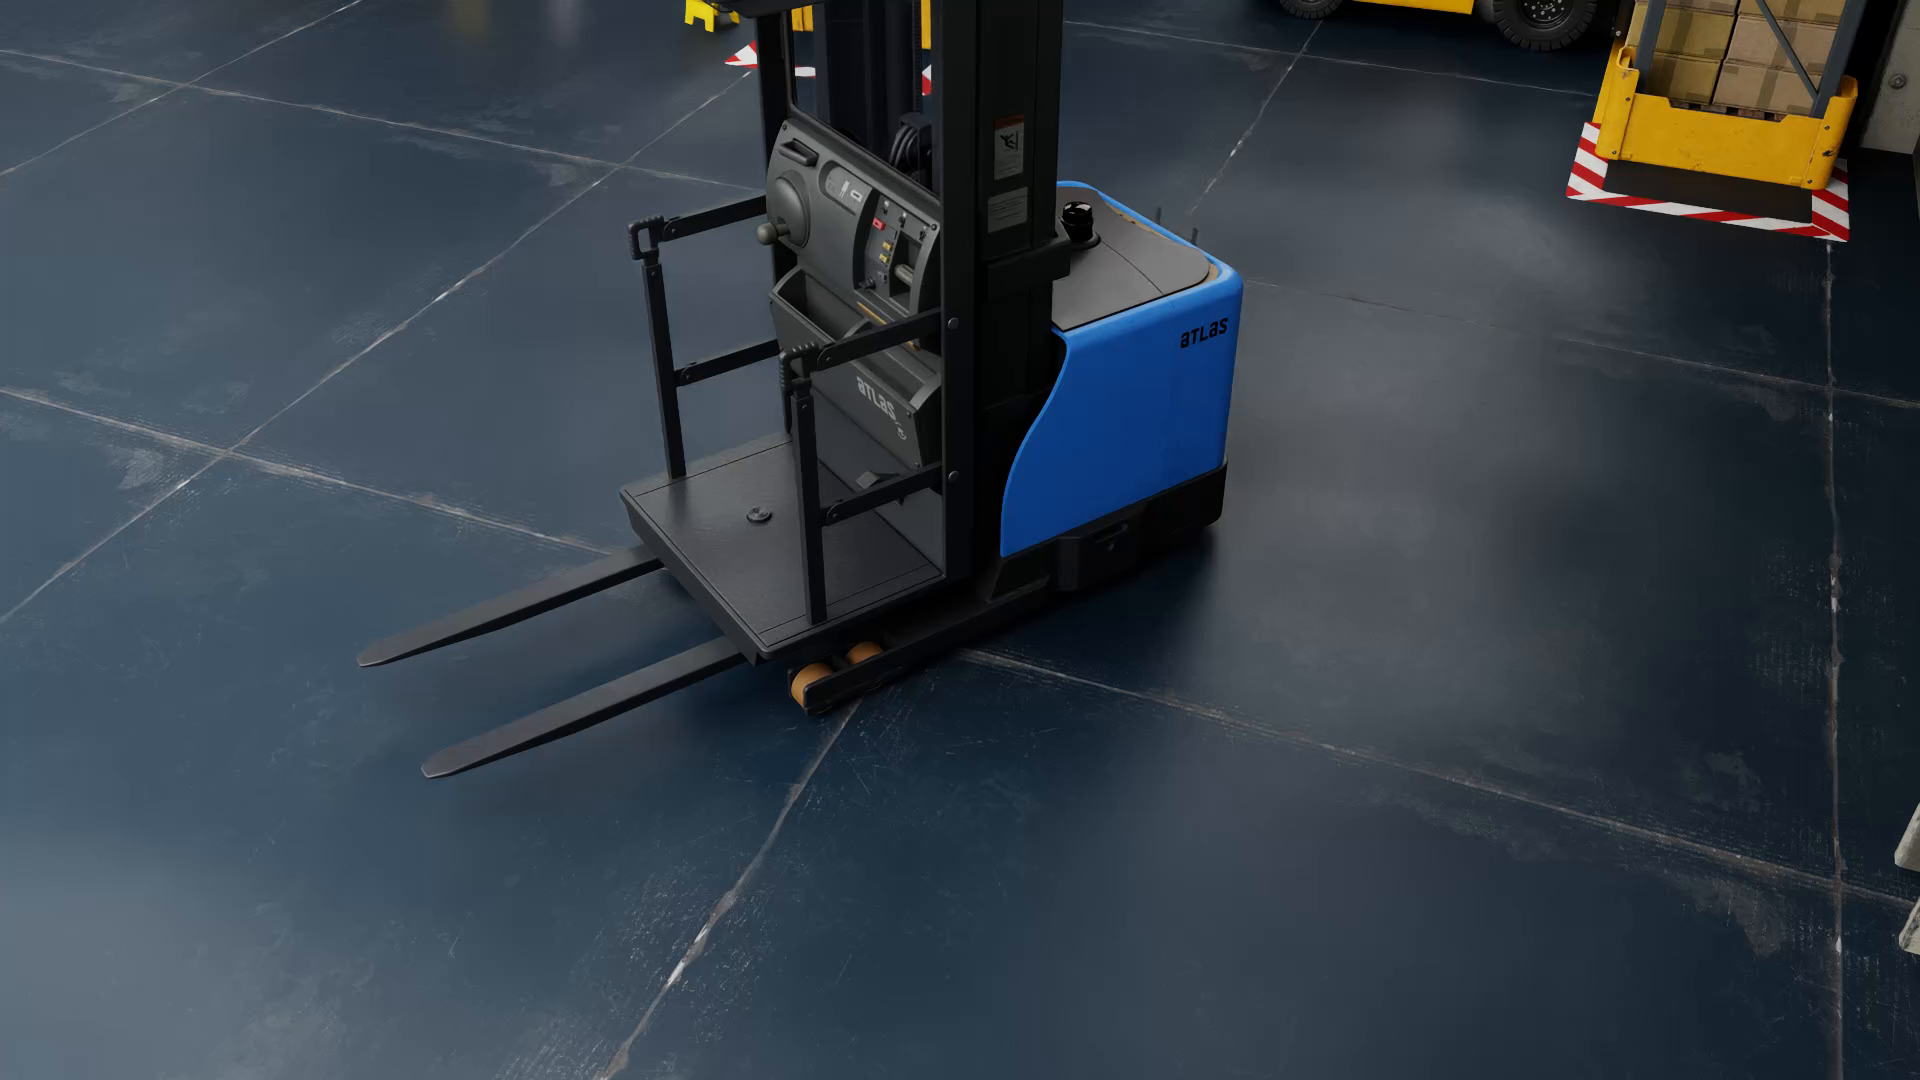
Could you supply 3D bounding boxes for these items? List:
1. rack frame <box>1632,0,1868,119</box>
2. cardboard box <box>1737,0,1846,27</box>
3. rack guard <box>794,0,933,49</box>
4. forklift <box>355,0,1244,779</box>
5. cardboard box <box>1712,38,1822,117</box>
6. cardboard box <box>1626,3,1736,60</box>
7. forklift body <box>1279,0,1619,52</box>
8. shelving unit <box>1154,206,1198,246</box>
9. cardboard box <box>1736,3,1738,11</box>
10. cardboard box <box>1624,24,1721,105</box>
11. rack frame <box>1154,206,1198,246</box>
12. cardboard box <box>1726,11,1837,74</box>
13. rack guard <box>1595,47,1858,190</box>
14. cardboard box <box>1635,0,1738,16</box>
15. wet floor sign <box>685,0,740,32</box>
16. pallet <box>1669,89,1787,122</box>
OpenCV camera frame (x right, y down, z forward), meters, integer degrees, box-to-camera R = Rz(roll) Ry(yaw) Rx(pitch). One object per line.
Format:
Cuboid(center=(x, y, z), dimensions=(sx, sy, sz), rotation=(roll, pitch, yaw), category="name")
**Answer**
Cuboid(center=(4.061, -3.262, 8.108), dimensions=(1.000, 3.000, 0.127), rotation=(14, 39, 18), category="rack frame")
Cuboid(center=(4.419, -2.952, 8.805), dimensions=(0.500, 0.250, 0.500), rotation=(13, 39, 17), category="cardboard box")
Cuboid(center=(-0.502, -3.431, 10.423), dimensions=(1.175, 0.500, 0.348), rotation=(14, 39, 18), category="rack guard")
Cuboid(center=(-0.517, -0.963, 5.091), dimensions=(3.031, 2.935, 1.130), rotation=(-22, 42, -27), category="forklift")
Cuboid(center=(4.429, -2.556, 9.110), dimensions=(0.500, 0.250, 0.500), rotation=(14, 39, 18), category="cardboard box")
Cuboid(center=(3.957, -2.870, 9.112), dimensions=(0.500, 0.250, 0.500), rotation=(13, 39, 17), category="cardboard box")
Cuboid(center=(3.095, -4.387, 10.323), dimensions=(2.313, 2.155, 1.214), rotation=(14, 39, 18), category="forklift body")
Cuboid(center=(0.718, -0.847, 6.617), dimensions=(0.210, 0.900, 0.258), rotation=(-17, 40, -30), category="shelving unit")
Cuboid(center=(4.612, -3.022, 9.316), dimensions=(0.500, 0.250, 0.500), rotation=(13, 39, 17), category="cardboard box")
Cuboid(center=(3.947, -2.661, 9.250), dimensions=(0.500, 0.250, 0.500), rotation=(14, 39, 18), category="cardboard box")
Cuboid(center=(0.802, -0.873, 6.668), dimensions=(0.006, 0.900, 0.240), rotation=(-17, 40, -30), category="rack frame")
Cuboid(center=(4.432, -2.742, 8.941), dimensions=(0.500, 0.250, 0.500), rotation=(15, 39, 19), category="cardboard box")
Cuboid(center=(4.052, -2.247, 8.839), dimensions=(1.175, 0.500, 0.348), rotation=(14, 39, 18), category="rack guard")
Cuboid(center=(3.948, -3.055, 8.943), dimensions=(0.500, 0.250, 0.500), rotation=(15, 39, 19), category="cardboard box")
Cuboid(center=(-1.593, -3.586, 10.509), dimensions=(0.267, 0.644, 0.232), rotation=(29, 45, 33), category="wet floor sign")
Cuboid(center=(4.313, -2.578, 9.522), dimensions=(1.003, 0.211, 1.213), rotation=(14, 39, 18), category="pallet")
